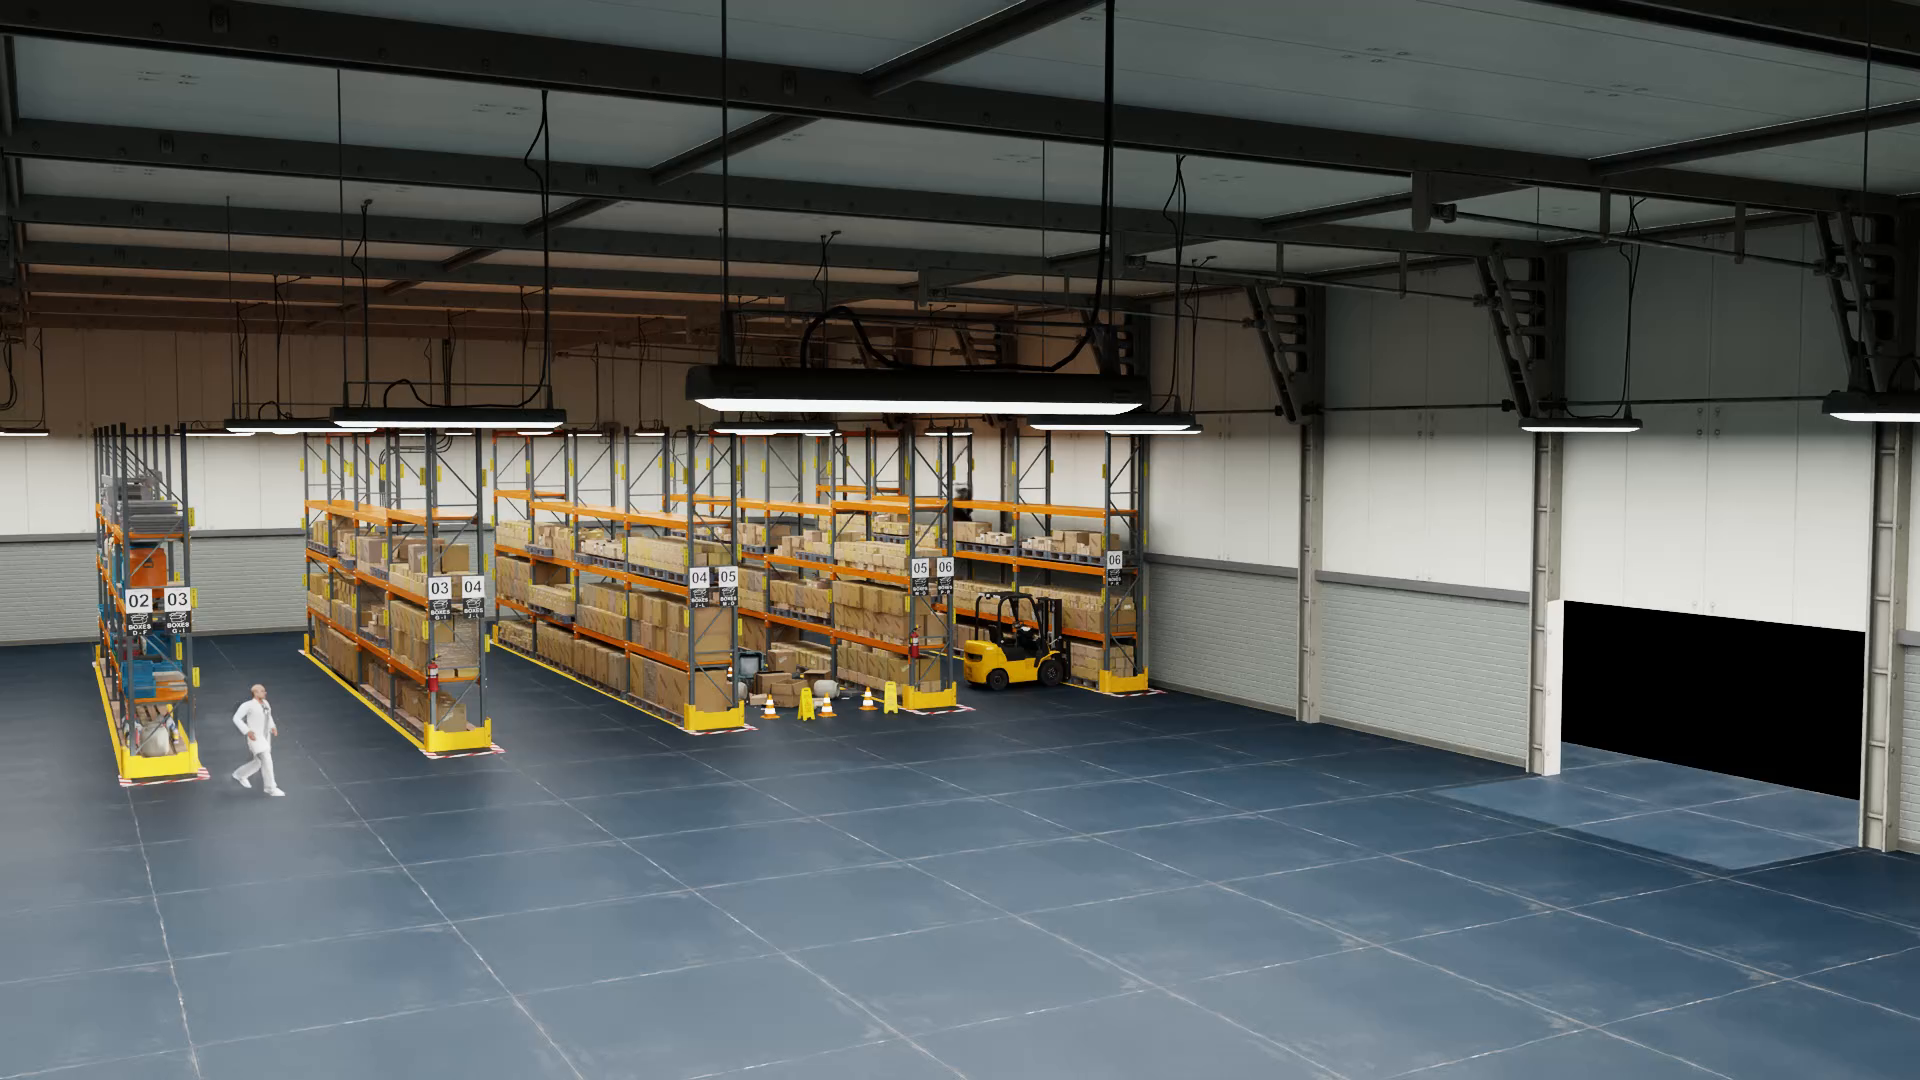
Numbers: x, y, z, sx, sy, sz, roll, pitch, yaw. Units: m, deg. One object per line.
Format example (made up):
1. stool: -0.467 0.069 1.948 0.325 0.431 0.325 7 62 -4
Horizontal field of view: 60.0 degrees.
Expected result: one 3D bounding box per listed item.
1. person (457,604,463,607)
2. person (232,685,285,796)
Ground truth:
1. person: -13.867 2.173 45.894 0.544 1.532 0.550 -1 4 -19
2. person: -11.349 3.227 26.846 0.999 1.798 0.726 1 4 12
